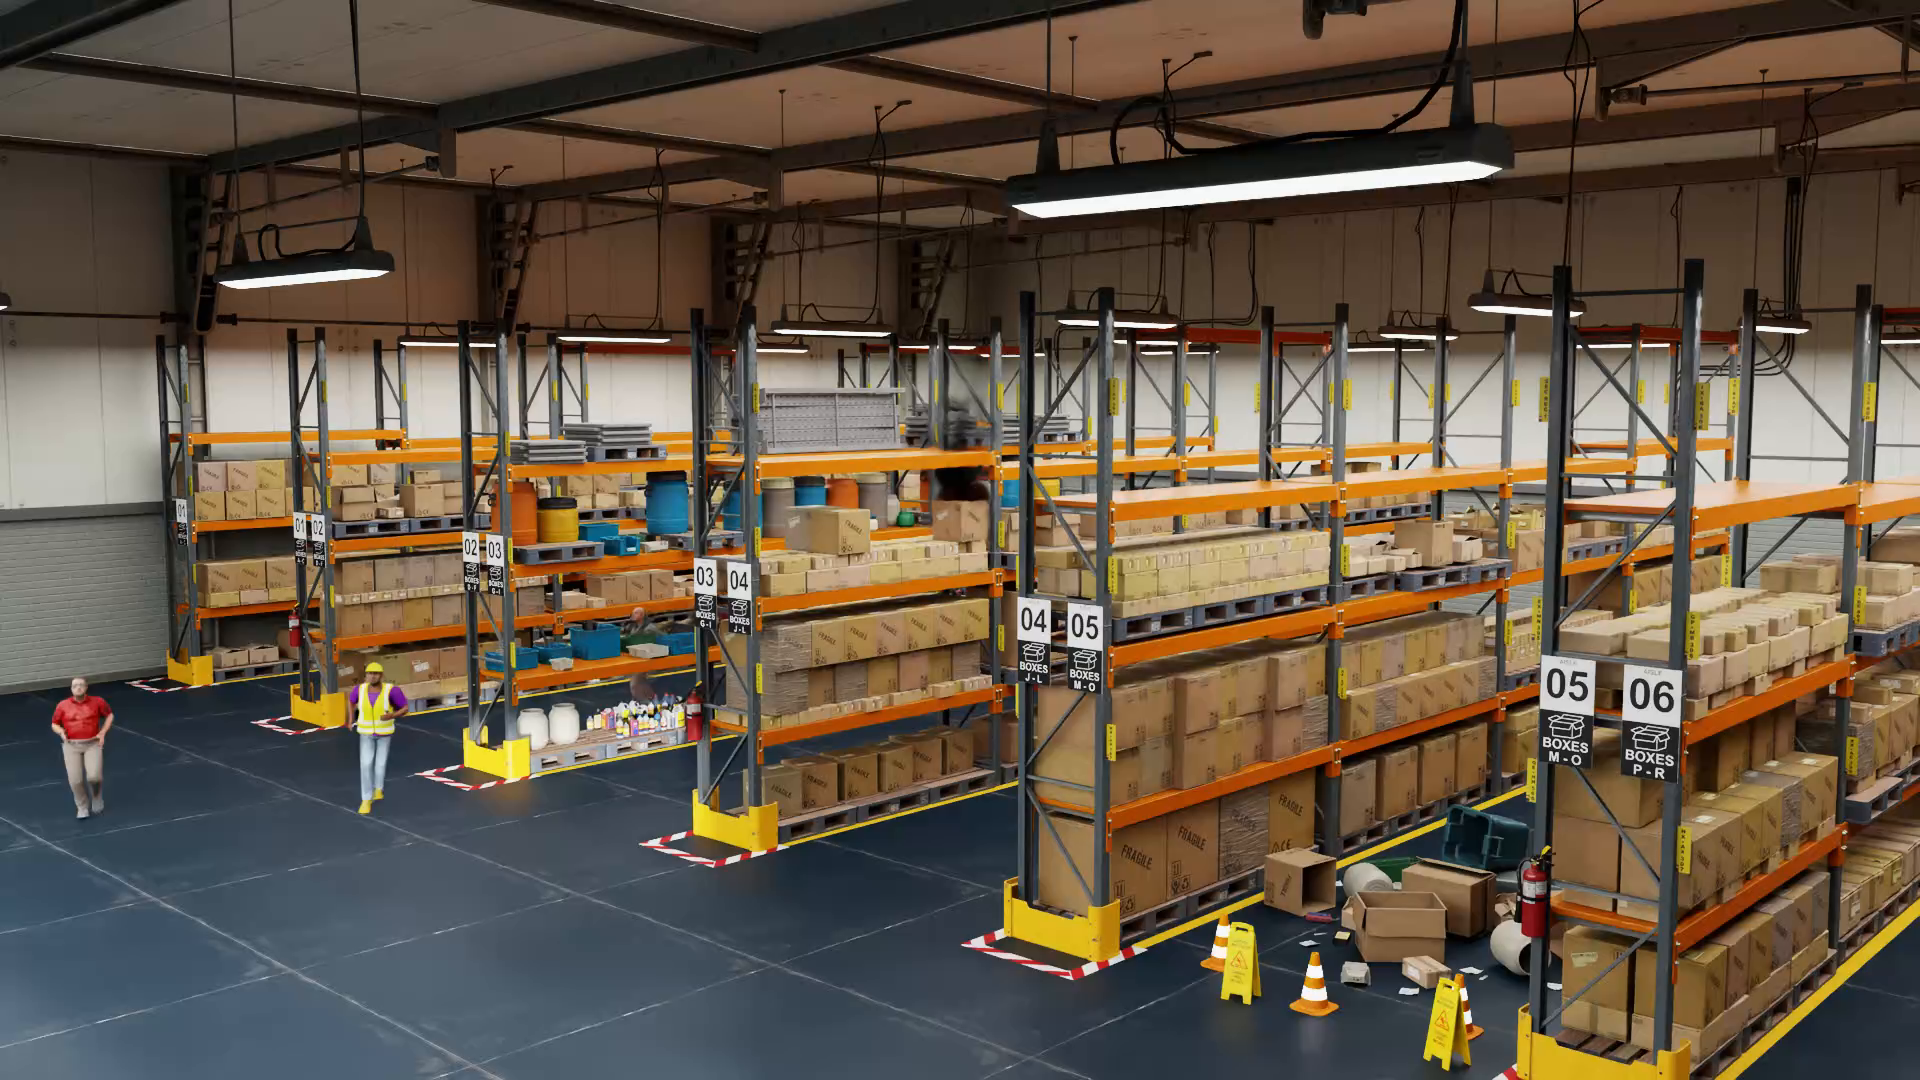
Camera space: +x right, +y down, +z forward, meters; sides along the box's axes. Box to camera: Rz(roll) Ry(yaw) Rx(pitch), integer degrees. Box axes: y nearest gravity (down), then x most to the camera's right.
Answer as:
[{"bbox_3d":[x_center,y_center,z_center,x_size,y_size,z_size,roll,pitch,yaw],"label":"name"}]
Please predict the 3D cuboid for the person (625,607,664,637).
[{"bbox_3d":[-4.966,1.461,25.560,0.638,0.866,0.656,5,7,40],"label":"person"}]

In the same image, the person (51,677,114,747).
[{"bbox_3d":[-10.396,2.050,19.670,0.652,0.833,0.584,-2,6,-24],"label":"person"}]

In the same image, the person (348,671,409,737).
[{"bbox_3d":[-7.072,2.059,20.201,0.715,0.643,0.555,-1,6,-14],"label":"person"}]
